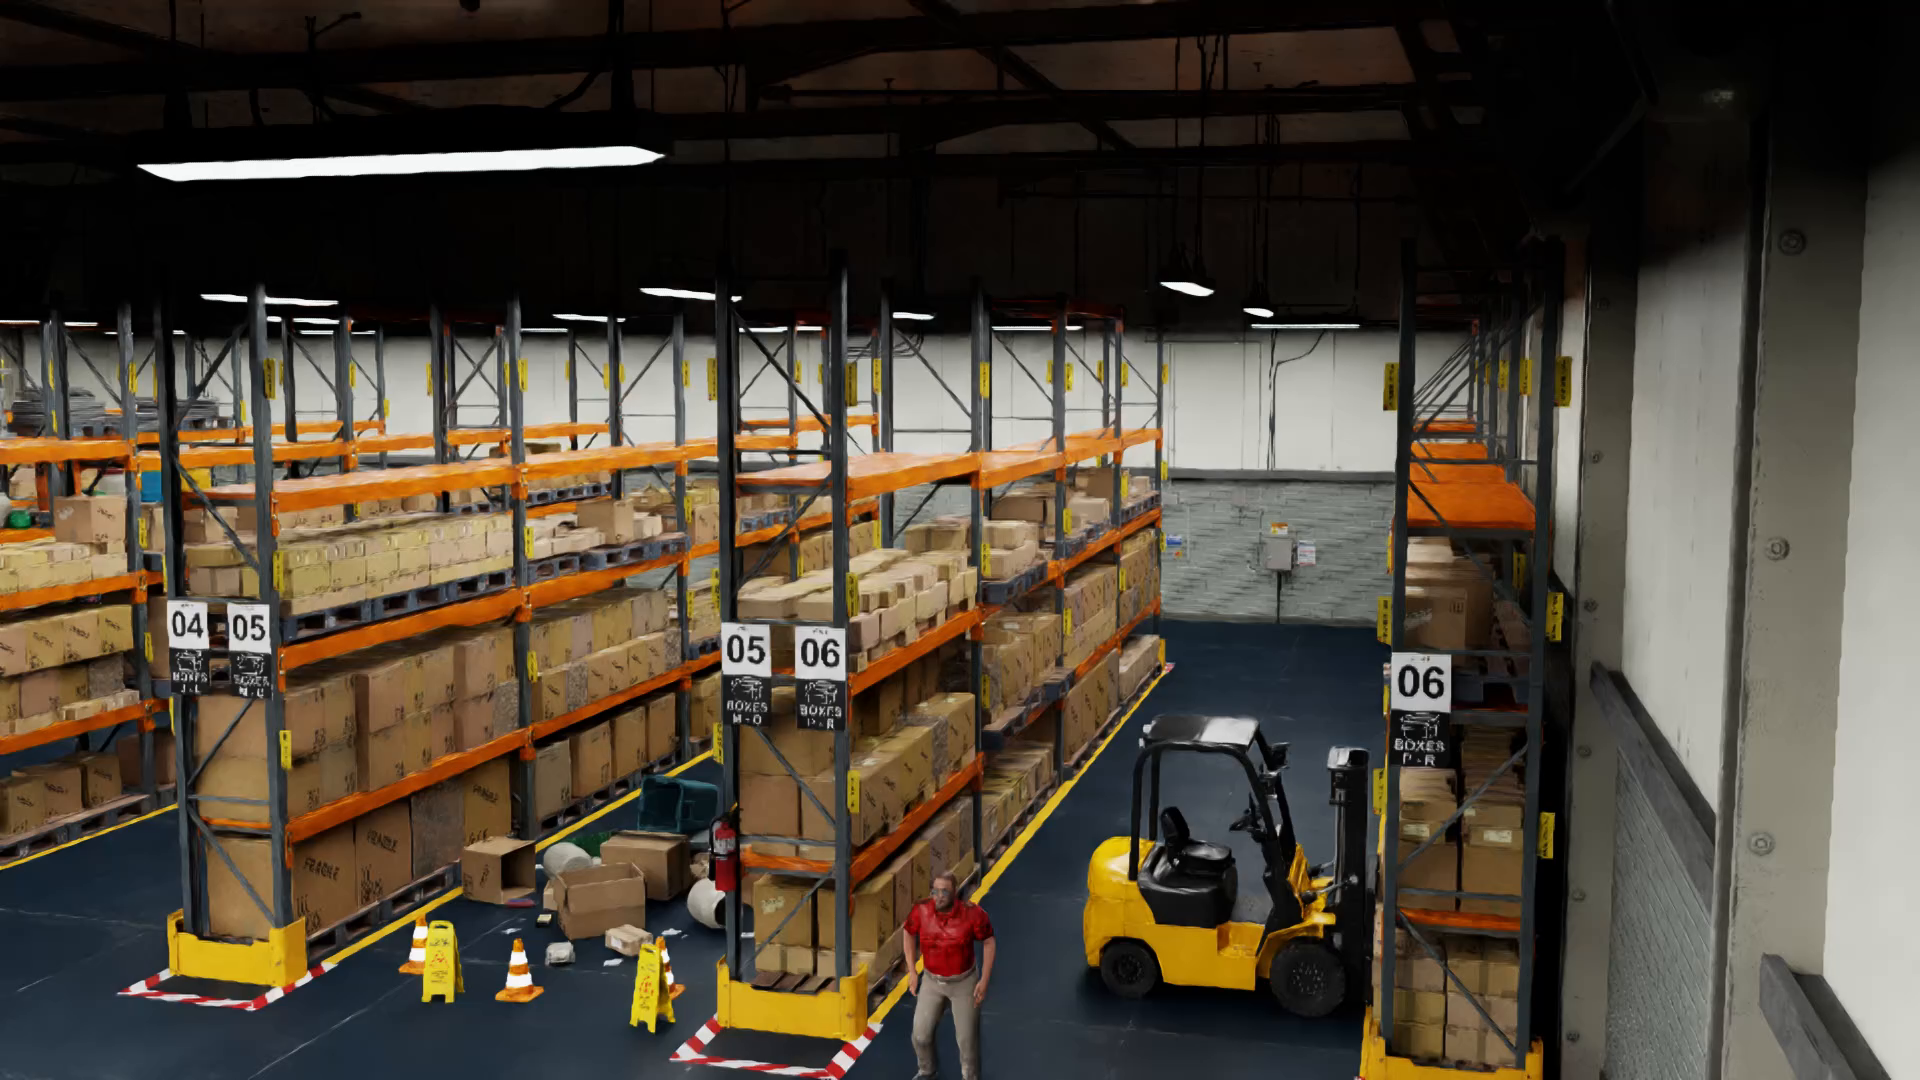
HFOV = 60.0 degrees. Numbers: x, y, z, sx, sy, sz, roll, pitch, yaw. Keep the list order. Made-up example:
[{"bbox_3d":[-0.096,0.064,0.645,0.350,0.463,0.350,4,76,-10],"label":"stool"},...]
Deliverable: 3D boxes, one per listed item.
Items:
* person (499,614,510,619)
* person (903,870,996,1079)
[{"bbox_3d":[-6.607,1.830,24.359,0.414,1.504,1.036,2,6,18],"label":"person"},{"bbox_3d":[-0.078,3.105,11.703,0.682,1.675,0.535,2,6,14],"label":"person"}]
